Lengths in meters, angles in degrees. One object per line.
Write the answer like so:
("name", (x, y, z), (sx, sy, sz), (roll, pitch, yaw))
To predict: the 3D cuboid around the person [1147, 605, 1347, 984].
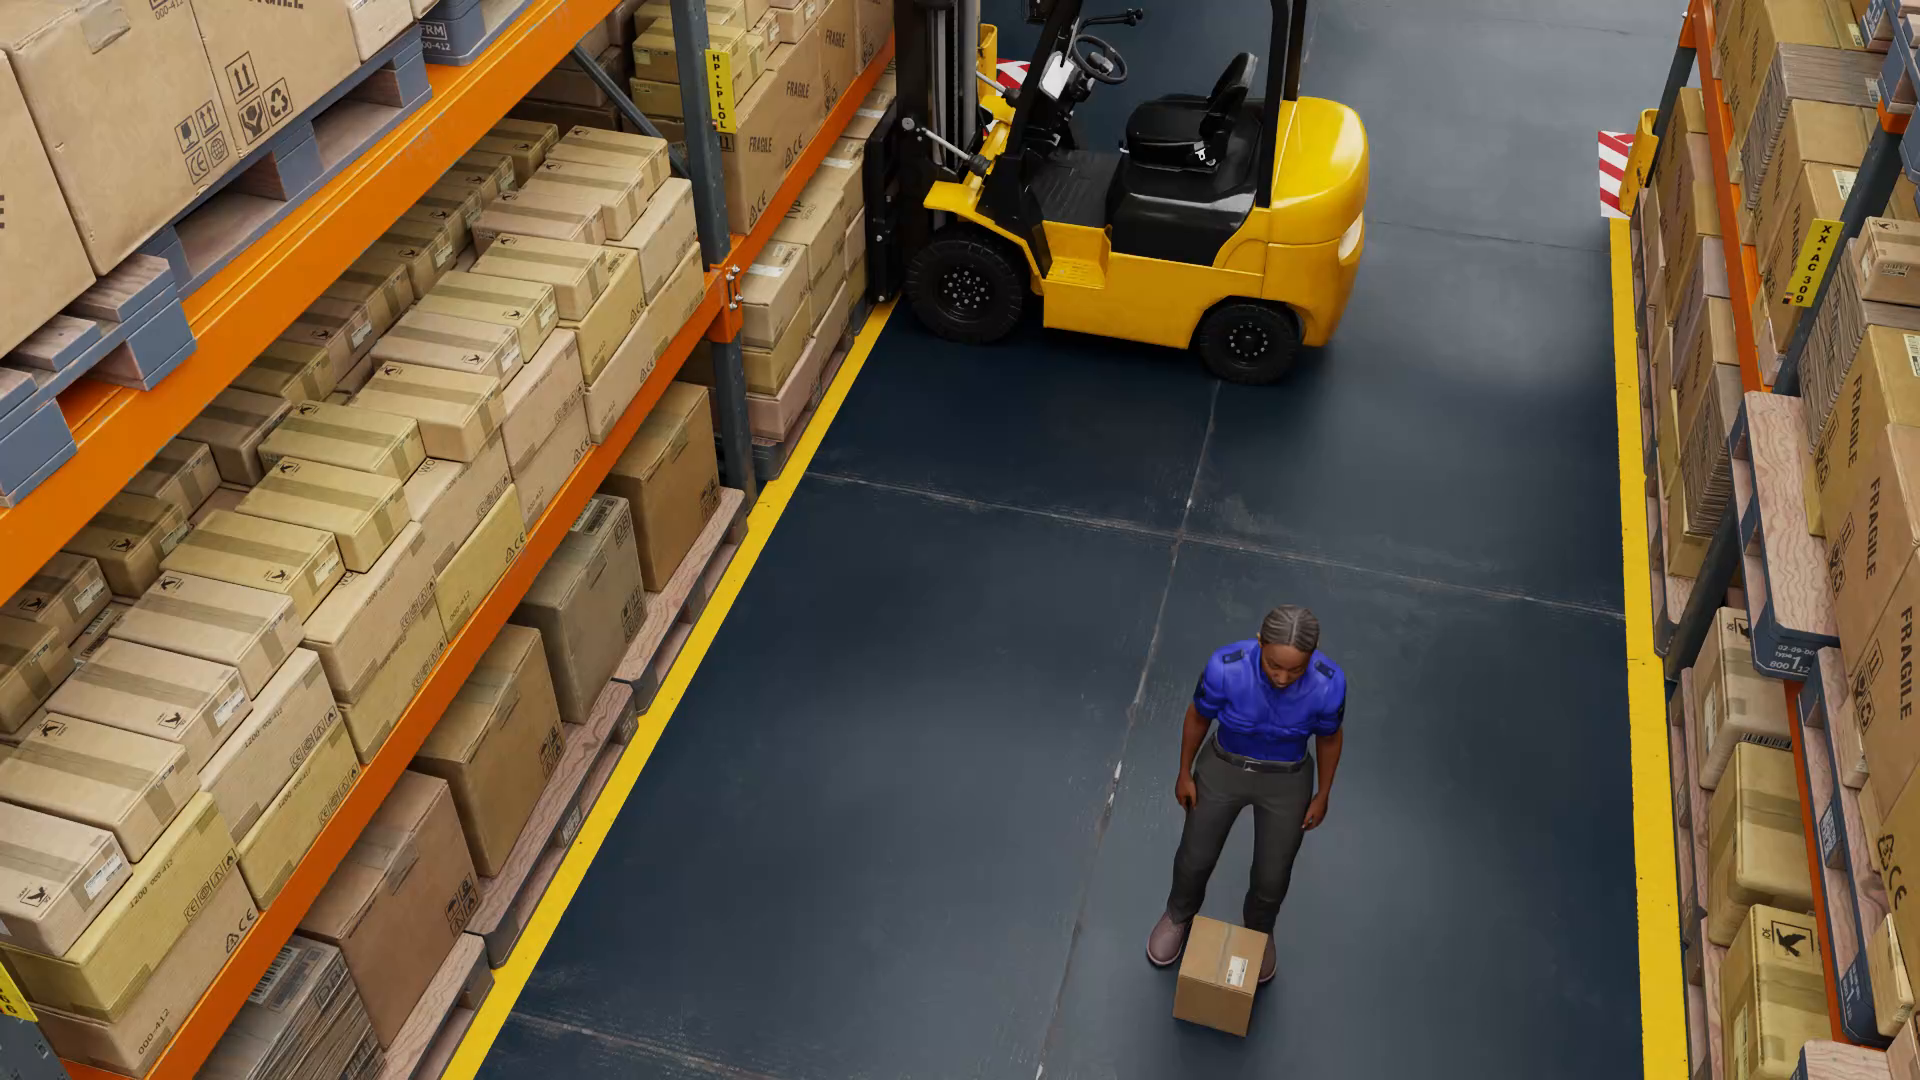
("person", (0.922, 0.777, 5.278), (0.515, 1.653, 0.349), (8, 42, 9))
